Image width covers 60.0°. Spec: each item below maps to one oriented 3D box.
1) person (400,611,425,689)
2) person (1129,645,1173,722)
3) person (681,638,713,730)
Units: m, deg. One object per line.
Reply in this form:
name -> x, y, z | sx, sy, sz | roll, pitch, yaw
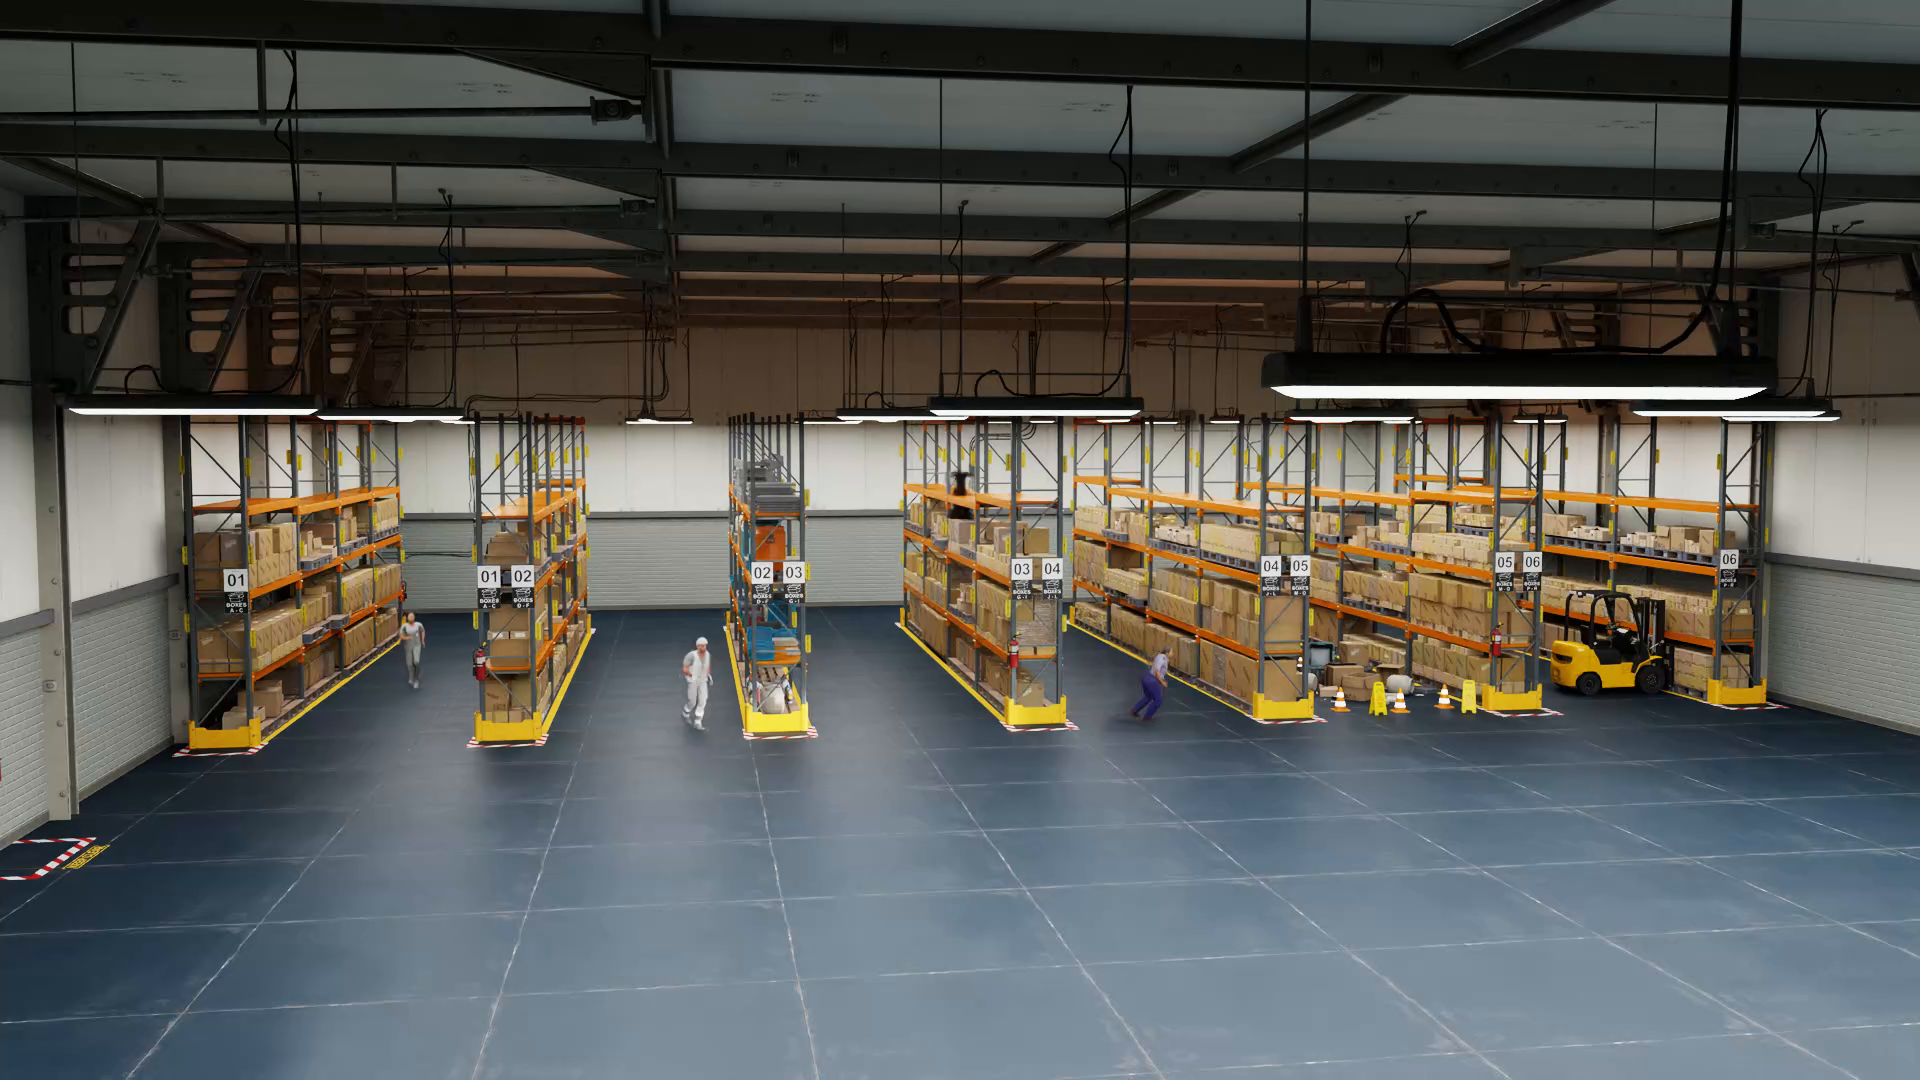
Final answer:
person -> -12.024, 2.408, 36.509 | 0.504, 1.713, 0.818 | -1, 4, -15
person -> 3.720, 2.783, 32.317 | 0.821, 1.506, 0.644 | 0, 4, 1
person -> -5.024, 2.703, 31.594 | 0.654, 1.750, 0.838 | -3, 5, -34
